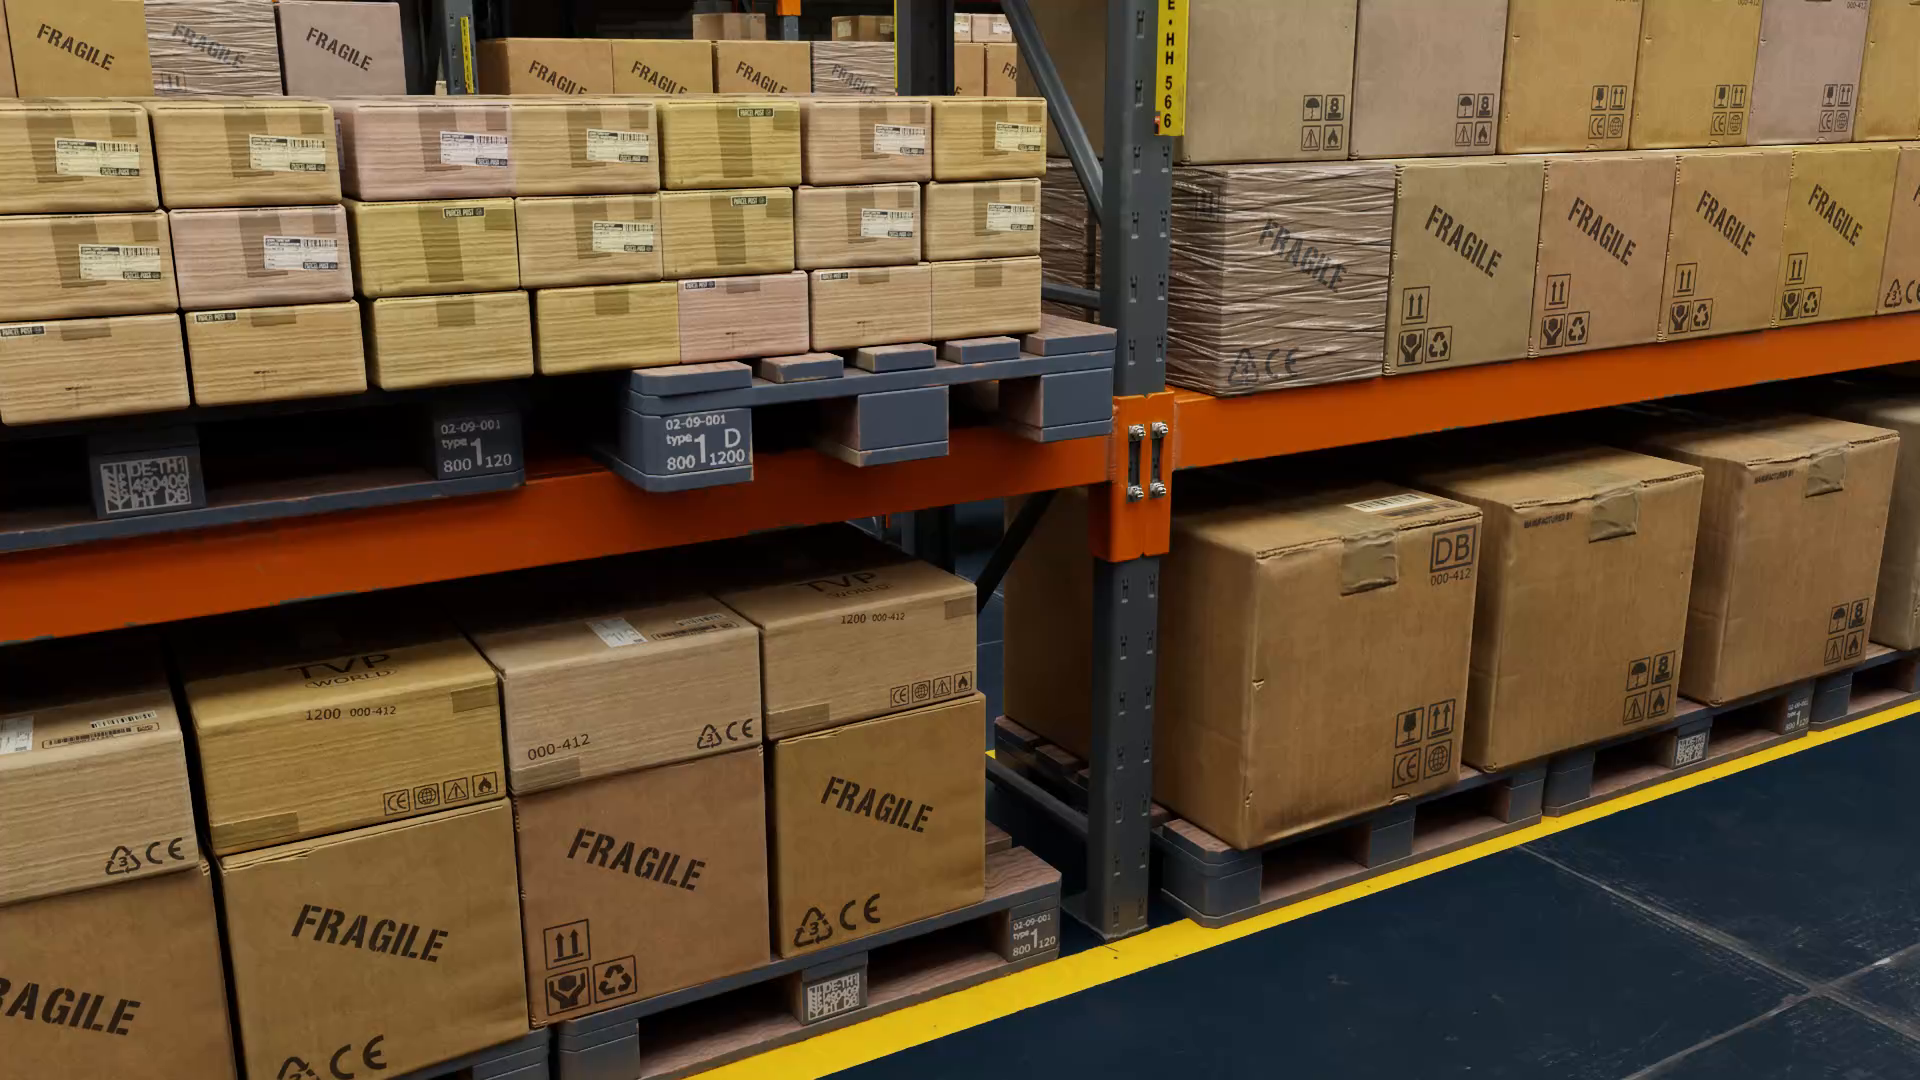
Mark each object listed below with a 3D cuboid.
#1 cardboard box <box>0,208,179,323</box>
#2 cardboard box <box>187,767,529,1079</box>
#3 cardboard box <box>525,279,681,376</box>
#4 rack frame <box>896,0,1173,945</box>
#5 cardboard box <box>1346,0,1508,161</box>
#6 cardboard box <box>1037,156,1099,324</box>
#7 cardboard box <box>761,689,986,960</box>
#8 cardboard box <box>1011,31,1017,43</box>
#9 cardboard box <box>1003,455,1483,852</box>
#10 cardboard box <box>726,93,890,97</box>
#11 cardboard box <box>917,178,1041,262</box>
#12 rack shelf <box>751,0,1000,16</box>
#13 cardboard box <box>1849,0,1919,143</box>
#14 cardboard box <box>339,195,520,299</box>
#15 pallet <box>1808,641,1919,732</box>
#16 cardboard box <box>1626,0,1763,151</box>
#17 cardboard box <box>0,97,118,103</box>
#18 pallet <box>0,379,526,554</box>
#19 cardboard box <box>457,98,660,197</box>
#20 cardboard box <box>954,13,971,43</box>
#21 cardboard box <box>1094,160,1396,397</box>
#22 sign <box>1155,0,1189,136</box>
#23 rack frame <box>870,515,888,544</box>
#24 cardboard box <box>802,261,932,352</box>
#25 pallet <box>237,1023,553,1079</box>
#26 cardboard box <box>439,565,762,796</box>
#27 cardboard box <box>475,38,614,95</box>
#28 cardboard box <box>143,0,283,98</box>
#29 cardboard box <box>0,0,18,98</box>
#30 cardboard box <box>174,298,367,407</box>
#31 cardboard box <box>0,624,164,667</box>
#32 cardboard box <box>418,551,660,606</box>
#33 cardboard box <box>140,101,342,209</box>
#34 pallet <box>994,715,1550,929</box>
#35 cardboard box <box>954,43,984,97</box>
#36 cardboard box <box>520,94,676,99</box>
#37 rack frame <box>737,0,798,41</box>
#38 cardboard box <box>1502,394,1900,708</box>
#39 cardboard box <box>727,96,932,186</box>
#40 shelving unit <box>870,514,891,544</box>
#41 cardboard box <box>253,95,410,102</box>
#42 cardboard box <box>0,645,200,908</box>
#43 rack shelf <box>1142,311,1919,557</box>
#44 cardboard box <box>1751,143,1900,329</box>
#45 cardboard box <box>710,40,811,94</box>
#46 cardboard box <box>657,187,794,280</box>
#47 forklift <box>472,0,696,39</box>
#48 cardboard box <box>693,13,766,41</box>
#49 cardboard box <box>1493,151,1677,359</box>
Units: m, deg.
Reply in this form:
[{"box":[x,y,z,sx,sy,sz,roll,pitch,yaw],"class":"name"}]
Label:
[{"box":[-1.369,-0.438,2.551,0.250,0.149,0.380,-10,18,-31],"class":"cardboard box"},{"box":[-1.176,0.699,3.213,0.500,0.500,0.500,-10,19,-32],"class":"cardboard box"},{"box":[-0.690,-0.406,2.987,0.250,0.149,0.380,-9,18,-30],"class":"cardboard box"},{"box":[0.145,-0.603,4.004,0.127,3.000,1.000,-9,18,-30],"class":"rack frame"},{"box":[0.968,-1.263,4.322,0.500,0.500,0.700,-10,18,-31],"class":"cardboard box"},{"box":[0.393,-0.776,4.436,0.500,0.500,0.500,-9,18,-30],"class":"cardboard box"},{"box":[-0.284,0.550,3.743,0.500,0.500,0.500,-9,18,-30],"class":"cardboard box"},{"box":[0.353,-3.013,9.884,0.250,0.149,0.380,-9,18,-30],"class":"cardboard box"},{"box":[0.714,0.214,4.479,0.750,0.750,1.050,-9,18,-30],"class":"cardboard box"},{"box":[-0.354,-0.951,3.830,0.250,0.149,0.380,-9,18,-30],"class":"cardboard box"},{"box":[-0.044,-0.654,3.320,0.250,0.149,0.380,-9,18,-29],"class":"cardboard box"},{"box":[0.093,-4.814,14.802,4.000,0.370,1.077,-9,18,-30],"class":"rack shelf"},{"box":[2.712,-1.546,5.331,0.500,0.500,0.700,-10,18,-31],"class":"cardboard box"},{"box":[-0.925,-0.510,2.809,0.250,0.149,0.380,-9,18,-30],"class":"cardboard box"},{"box":[2.952,0.308,5.919,1.213,0.211,1.003,-9,18,-30],"class":"pallet"},{"box":[1.845,-1.406,4.832,0.500,0.500,0.700,-9,18,-30],"class":"cardboard box"},{"box":[-1.692,-0.735,3.058,0.250,0.149,0.380,-10,18,-30],"class":"cardboard box"},{"box":[-1.530,-0.226,3.015,1.213,0.211,1.003,-9,18,-30],"class":"pallet"},{"box":[-0.707,-0.688,2.892,0.250,0.149,0.380,-9,18,-28],"class":"cardboard box"},{"box":[-0.148,-2.738,8.902,0.250,0.149,0.380,-10,19,-32],"class":"cardboard box"},{"box":[0.669,-0.651,3.990,0.500,0.500,0.500,-9,18,-29],"class":"cardboard box"},{"box":[0.433,-0.998,3.415,0.005,0.325,0.100,-9,18,-30],"class":"sign"},{"box":[-0.442,-0.470,7.003,0.032,1.125,0.500,-9,18,-30],"class":"rack frame"},{"box":[-0.254,-0.475,3.236,0.250,0.149,0.380,-9,18,-30],"class":"cardboard box"},{"box":[-1.570,1.016,3.393,1.213,0.211,1.003,-9,18,-30],"class":"pallet"},{"box":[-0.733,0.266,3.369,0.500,0.250,0.500,-9,18,-29],"class":"cardboard box"},{"box":[-1.986,-2.137,7.961,0.500,0.500,0.500,-10,18,-31],"class":"cardboard box"},{"box":[-3.235,-2.058,7.158,0.500,0.500,0.500,-9,18,-29],"class":"cardboard box"},{"box":[-4.101,-1.922,6.672,0.500,0.500,0.500,-10,18,-31],"class":"cardboard box"},{"box":[-1.143,-0.332,2.726,0.250,0.149,0.380,-9,18,-28],"class":"cardboard box"},{"box":[-1.882,0.286,3.296,0.500,0.250,0.500,-10,19,-32],"class":"cardboard box"},{"box":[-1.005,0.148,3.790,0.500,0.250,0.500,-9,18,-30],"class":"cardboard box"},{"box":[-1.148,-0.617,2.640,0.250,0.149,0.380,-8,18,-27],"class":"cardboard box"},{"box":[0.860,0.647,4.709,1.213,0.211,1.003,-9,18,-30],"class":"pallet"},{"box":[-0.209,-2.427,8.997,0.500,0.500,0.500,-9,18,-28],"class":"cardboard box"},{"box":[-0.792,-0.880,3.578,0.250,0.149,0.380,-9,18,-30],"class":"cardboard box"},{"box":[-1.621,-3.438,14.118,0.127,3.000,1.000,-9,18,-30],"class":"rack frame"},{"box":[2.260,-0.038,5.377,0.750,0.750,1.050,-9,18,-30],"class":"cardboard box"},{"box":[-0.255,-0.762,3.157,0.250,0.149,0.380,-9,18,-30],"class":"cardboard box"},{"box":[-0.006,-0.541,7.255,1.048,1.125,0.538,-9,18,-30],"class":"shelving unit"},{"box":[-1.250,-0.806,3.312,0.250,0.149,0.380,-8,18,-27],"class":"cardboard box"},{"box":[-1.619,0.407,2.864,0.500,0.250,0.500,-8,18,-28],"class":"cardboard box"},{"box":[1.860,-0.535,5.093,4.000,0.370,1.077,-9,18,-30],"class":"rack shelf"},{"box":[2.398,-0.932,4.994,0.500,0.500,0.500,-9,18,-29],"class":"cardboard box"},{"box":[-1.091,-2.286,8.495,0.500,0.500,0.500,-9,18,-29],"class":"cardboard box"},{"box":[-0.496,-0.579,3.054,0.250,0.149,0.380,-9,18,-28],"class":"cardboard box"},{"box":[-2.307,-2.483,10.837,3.031,2.935,1.130,-9,18,-30],"class":"forklift"},{"box":[-1.233,-2.733,8.886,0.250,0.149,0.380,-10,19,-32],"class":"cardboard box"},{"box":[1.536,-0.793,4.495,0.500,0.500,0.500,-9,18,-30],"class":"cardboard box"}]
